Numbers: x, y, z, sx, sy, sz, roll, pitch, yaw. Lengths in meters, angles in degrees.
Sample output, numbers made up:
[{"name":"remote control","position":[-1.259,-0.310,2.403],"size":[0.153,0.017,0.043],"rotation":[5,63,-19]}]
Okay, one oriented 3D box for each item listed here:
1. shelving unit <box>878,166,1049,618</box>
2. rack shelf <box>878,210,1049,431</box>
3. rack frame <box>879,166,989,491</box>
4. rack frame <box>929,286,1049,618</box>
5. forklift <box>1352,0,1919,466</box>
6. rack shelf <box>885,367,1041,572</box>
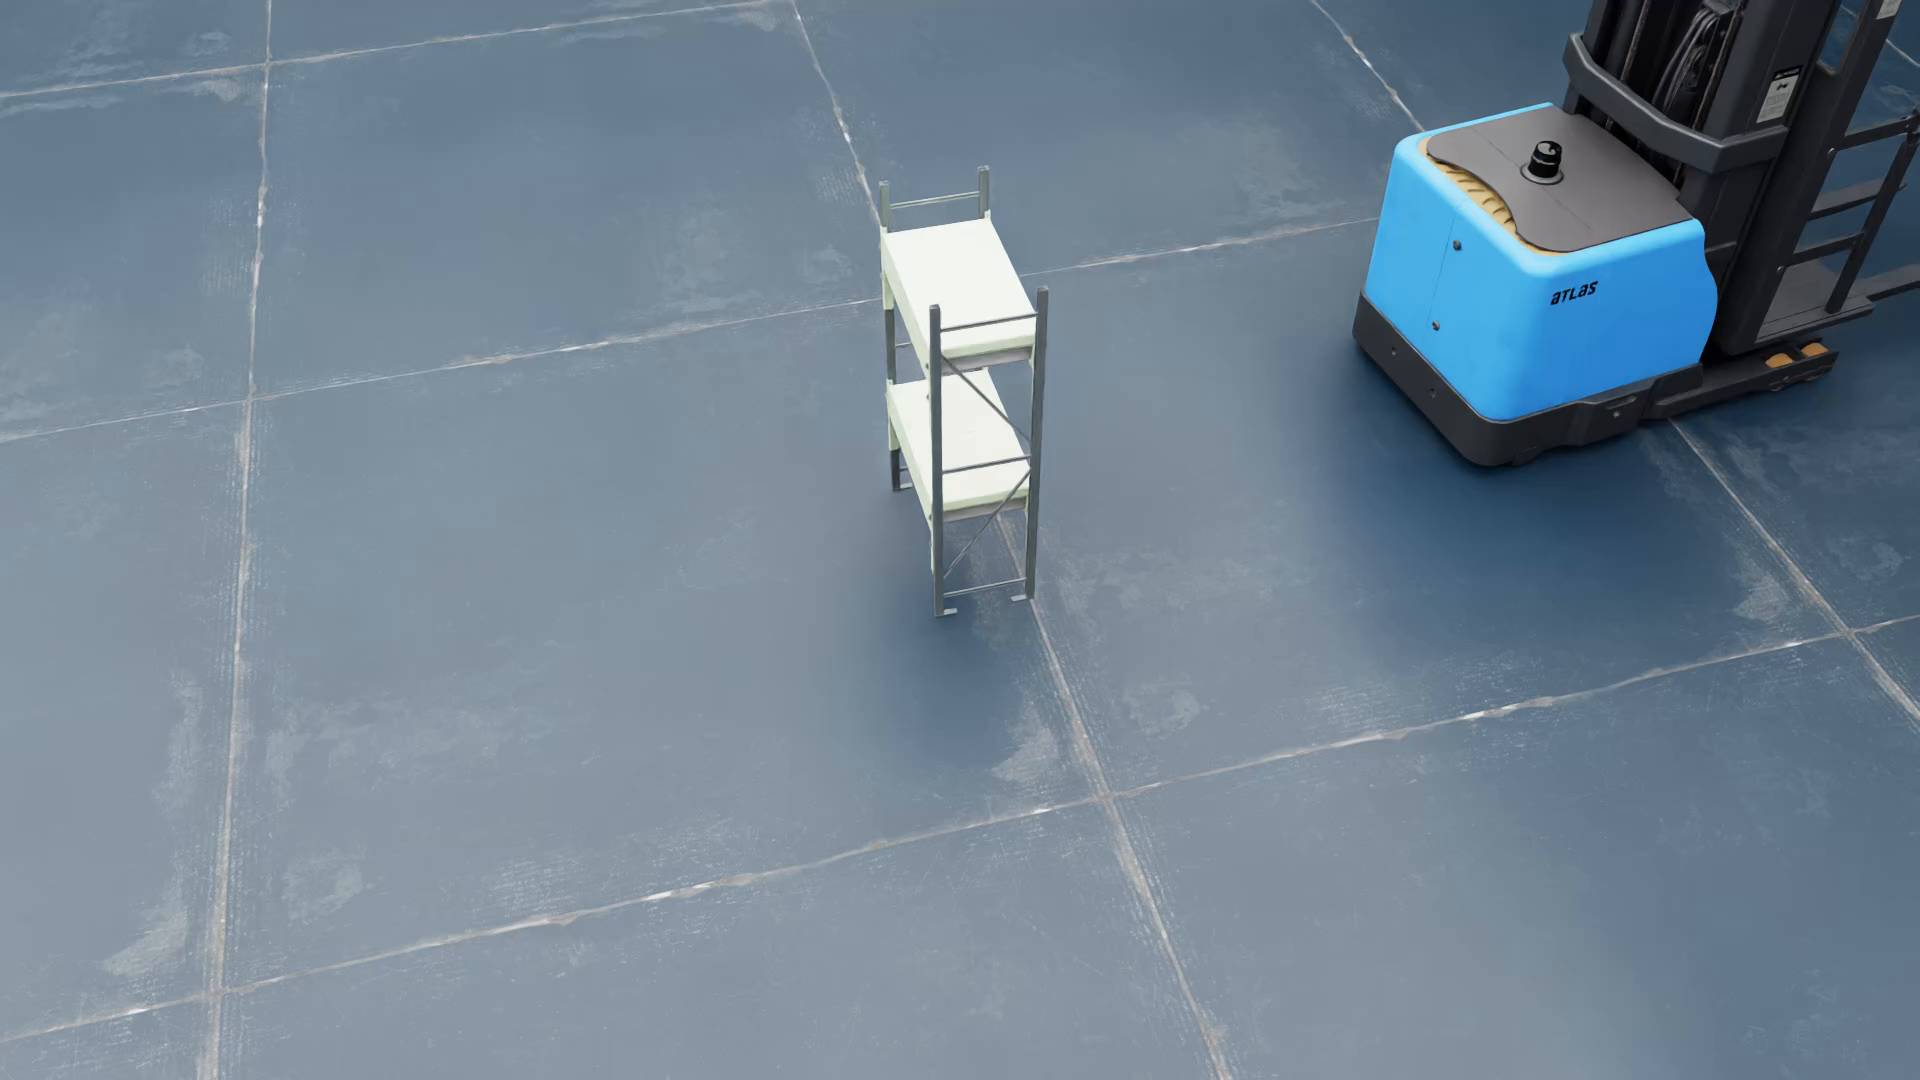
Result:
[{"name":"shelving unit","position":[0.002,-0.520,6.210],"size":[0.431,1.500,0.755],"rotation":[-11,47,-10]},{"name":"rack shelf","position":[0.002,-0.793,5.931],"size":[0.431,0.370,0.720],"rotation":[-11,47,-10]},{"name":"rack frame","position":[-0.092,-0.773,6.457],"size":[0.400,1.500,0.023],"rotation":[-11,47,-10]},{"name":"rack frame","position":[0.095,-0.268,5.962],"size":[0.400,1.500,0.023],"rotation":[-11,47,-10]},{"name":"forklift","position":[3.352,-2.021,6.679],"size":[3.031,2.935,1.130],"rotation":[-17,48,-16]},{"name":"rack shelf","position":[0.002,-0.292,6.443],"size":[0.431,0.370,0.720],"rotation":[-11,47,-10]}]
